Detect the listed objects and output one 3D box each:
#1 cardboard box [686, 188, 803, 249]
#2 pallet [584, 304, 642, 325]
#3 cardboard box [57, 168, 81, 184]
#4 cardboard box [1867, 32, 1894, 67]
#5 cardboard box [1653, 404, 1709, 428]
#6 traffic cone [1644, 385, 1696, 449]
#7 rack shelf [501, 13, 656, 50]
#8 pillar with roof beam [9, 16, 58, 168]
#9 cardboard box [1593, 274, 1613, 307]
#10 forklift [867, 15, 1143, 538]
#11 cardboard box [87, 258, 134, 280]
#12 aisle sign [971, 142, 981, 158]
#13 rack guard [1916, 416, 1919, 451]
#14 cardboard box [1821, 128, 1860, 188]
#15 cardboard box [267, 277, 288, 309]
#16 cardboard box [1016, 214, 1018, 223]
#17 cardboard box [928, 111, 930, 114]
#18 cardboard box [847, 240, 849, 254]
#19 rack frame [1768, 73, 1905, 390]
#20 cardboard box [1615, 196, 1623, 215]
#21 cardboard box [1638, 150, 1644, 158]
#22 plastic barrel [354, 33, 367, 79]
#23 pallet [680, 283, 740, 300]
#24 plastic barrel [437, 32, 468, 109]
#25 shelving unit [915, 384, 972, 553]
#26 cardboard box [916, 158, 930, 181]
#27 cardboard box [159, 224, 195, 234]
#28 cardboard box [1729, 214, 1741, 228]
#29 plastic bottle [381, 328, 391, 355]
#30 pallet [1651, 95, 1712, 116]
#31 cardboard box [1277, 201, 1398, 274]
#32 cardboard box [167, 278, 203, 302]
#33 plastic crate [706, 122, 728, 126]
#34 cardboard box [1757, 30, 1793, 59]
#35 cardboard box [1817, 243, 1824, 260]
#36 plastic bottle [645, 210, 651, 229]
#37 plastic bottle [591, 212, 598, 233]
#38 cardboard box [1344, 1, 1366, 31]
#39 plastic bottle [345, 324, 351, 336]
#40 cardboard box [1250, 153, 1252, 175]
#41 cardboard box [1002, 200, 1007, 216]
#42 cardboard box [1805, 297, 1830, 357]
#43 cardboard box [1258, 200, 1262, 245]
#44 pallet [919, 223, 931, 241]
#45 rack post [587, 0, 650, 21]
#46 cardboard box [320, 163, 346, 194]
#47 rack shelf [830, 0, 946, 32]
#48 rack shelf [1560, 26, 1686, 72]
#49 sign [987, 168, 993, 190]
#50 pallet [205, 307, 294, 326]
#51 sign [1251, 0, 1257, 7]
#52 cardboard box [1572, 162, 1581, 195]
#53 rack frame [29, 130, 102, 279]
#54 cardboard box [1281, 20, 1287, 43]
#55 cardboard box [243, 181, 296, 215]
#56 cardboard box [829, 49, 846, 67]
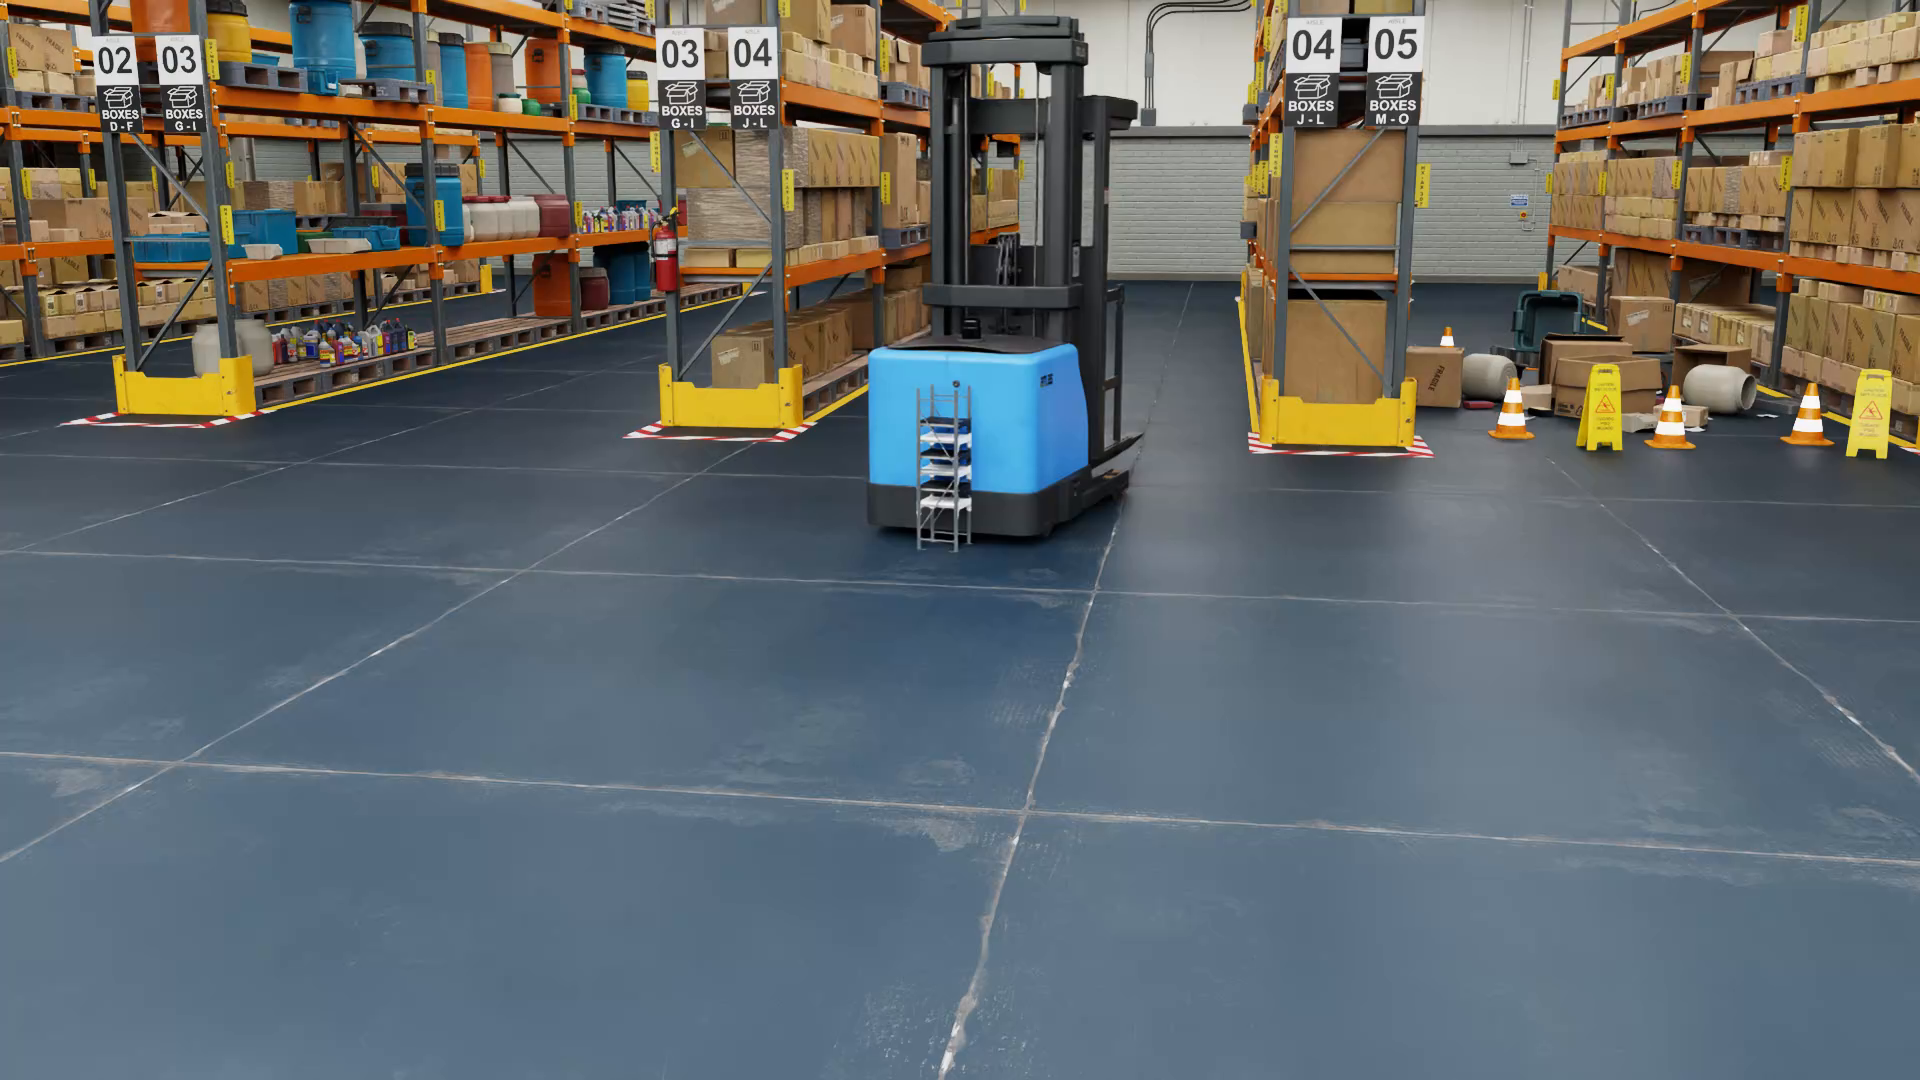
[{"bbox_3d":[-1.819,-2.733,14.111,0.875,0.500,0.500,2,12,9],"label":"cardboard box"},{"bbox_3d":[-5.324,-3.306,24.334,1.003,0.211,1.213,2,12,9],"label":"pallet"},{"bbox_3d":[-14.588,-5.870,26.838,0.500,0.250,0.500,2,12,10],"label":"cardboard box"},{"bbox_3d":[7.903,-4.076,13.815,0.500,0.250,0.500,2,12,9],"label":"cardboard box"},{"bbox_3d":[6.067,-1.048,14.005,0.380,0.149,0.250,10,15,38],"label":"cardboard box"},{"bbox_3d":[5.504,-0.960,12.851,0.336,0.463,0.334,2,12,9],"label":"traffic cone"},{"bbox_3d":[-5.287,-7.053,23.516,1.077,0.370,4.000,2,12,9],"label":"rack shelf"},{"bbox_3d":[-11.262,-8.371,26.978,9.100,9.000,0.400,2,12,9],"label":"pillar with roof beam"},{"bbox_3d":[9.909,-3.682,24.543,0.875,0.438,0.875,2,12,8],"label":"cardboard box"},{"bbox_3d":[0.463,-1.712,10.482,1.130,2.935,3.031,5,13,20],"label":"forklift"},{"bbox_3d":[-14.552,-4.540,28.377,0.700,0.500,0.500,2,12,9],"label":"cardboard box"},{"bbox_3d":[0.245,-7.051,28.921,0.394,0.787,0.004,2,12,9],"label":"aisle sign"},{"bbox_3d":[7.873,-0.898,12.473,1.175,0.500,0.348,2,12,9],"label":"rack guard"},{"bbox_3d":[7.990,-3.326,14.489,0.700,0.500,0.500,2,12,7],"label":"cardboard box"},{"bbox_3d":[-10.061,-3.600,23.966,0.500,0.500,0.500,1,12,7],"label":"cardboard box"},{"bbox_3d":[0.800,-5.548,28.714,0.380,0.149,0.250,2,12,10],"label":"cardboard box"},{"bbox_3d":[-0.594,-5.273,20.076,0.500,0.250,0.500,2,12,8],"label":"cardboard box"},{"bbox_3d":[-1.301,-2.875,16.312,0.380,0.149,0.250,2,12,9],"label":"cardboard box"},{"bbox_3d":[8.476,-2.937,16.000,1.000,3.000,0.127,2,12,9],"label":"rack frame"},{"bbox_3d":[9.308,-4.581,22.800,0.500,0.250,0.500,2,12,10],"label":"cardboard box"},{"bbox_3d":[10.035,-5.568,24.059,0.380,0.149,0.250,2,12,9],"label":"cardboard box"},{"bbox_3d":[-6.470,-5.061,17.476,0.421,0.512,0.421,0,12,0],"label":"plastic barrel"},{"bbox_3d":[-4.529,-4.383,29.328,1.003,0.211,1.213,2,12,9],"label":"pallet"},{"bbox_3d":[-6.145,-5.515,19.653,0.600,0.901,0.708,2,12,9],"label":"plastic barrel"},{"bbox_3d":[-0.088,-0.397,9.201,0.258,0.900,0.210,5,13,20],"label":"shelving unit"},{"bbox_3d":[-0.572,-4.781,21.941,0.797,0.503,0.637,2,12,11],"label":"cardboard box"},{"bbox_3d":[-10.354,-4.093,21.962,0.380,0.149,0.250,2,12,9],"label":"cardboard box"},{"bbox_3d":[8.561,-3.455,18.006,0.380,0.149,0.250,2,12,10],"label":"cardboard box"},{"bbox_3d":[-6.037,-2.087,17.460,0.061,0.283,0.133,3,12,12],"label":"plastic bottle"},{"bbox_3d":[9.138,-5.279,20.197,1.213,0.211,1.003,2,12,11],"label":"pallet"},{"bbox_3d":[2.967,-2.395,13.132,0.875,0.550,0.550,2,12,9],"label":"cardboard box"},{"bbox_3d":[-10.399,-3.322,21.987,0.500,0.311,0.500,2,12,8],"label":"cardboard box"},{"bbox_3d":[-4.234,-7.064,28.536,0.450,0.188,0.336,2,12,9],"label":"plastic crate"},{"bbox_3d":[8.575,-5.117,17.170,0.500,0.250,0.500,2,12,10],"label":"cardboard box"},{"bbox_3d":[8.113,-2.648,15.257,0.380,0.149,0.250,2,12,8],"label":"cardboard box"},{"bbox_3d":[-4.777,-4.854,25.192,0.152,0.276,0.135,2,12,9],"label":"plastic bottle"},{"bbox_3d":[-5.072,-4.396,23.049,0.061,0.283,0.133,2,12,9],"label":"plastic bottle"},{"bbox_3d":[3.359,-4.234,13.314,0.500,0.250,0.500,2,12,8],"label":"cardboard box"},{"bbox_3d":[-6.609,-2.182,17.900,0.061,0.283,0.133,2,12,9],"label":"plastic bottle"},{"bbox_3d":[4.836,-5.853,26.216,0.500,0.500,0.500,1,12,7],"label":"cardboard box"},{"bbox_3d":[0.485,-5.398,27.072,0.500,0.250,0.500,2,12,9],"label":"cardboard box"},{"bbox_3d":[8.048,-1.938,15.118,0.500,0.500,0.500,2,12,11],"label":"cardboard box"},{"bbox_3d":[3.617,-3.558,18.647,0.500,0.500,0.500,2,12,8],"label":"cardboard box"},{"bbox_3d":[-0.705,-3.845,20.669,1.213,0.211,1.003,2,12,9],"label":"pallet"},{"bbox_3d":[-5.140,-7.805,24.528,0.937,0.300,0.954,2,12,8],"label":"rack post"},{"bbox_3d":[-10.051,-5.896,27.121,0.500,0.500,0.500,2,12,9],"label":"cardboard box"},{"bbox_3d":[-1.008,-6.059,18.907,1.077,0.370,4.000,2,12,9],"label":"rack shelf"},{"bbox_3d":[10.014,-7.404,25.145,1.077,0.370,4.000,2,12,9],"label":"rack shelf"},{"bbox_3d":[0.452,-5.435,25.031,0.100,0.325,0.005,2,12,9],"label":"sign"},{"bbox_3d":[-10.336,-3.203,23.855,1.003,0.211,1.213,2,12,9],"label":"pallet"},{"bbox_3d":[4.879,-9.020,27.580,0.100,0.325,0.005,2,12,9],"label":"sign"},{"bbox_3d":[9.747,-5.562,25.573,0.500,0.500,0.500,2,12,9],"label":"cardboard box"},{"bbox_3d":[-14.769,-5.404,27.451,1.000,3.000,0.127,2,12,9],"label":"rack frame"},{"bbox_3d":[2.671,-3.921,12.810,0.380,0.149,0.250,2,12,9],"label":"cardboard box"},{"bbox_3d":[-10.174,-4.985,24.271,0.700,0.500,0.500,4,13,19],"label":"cardboard box"},{"bbox_3d":[-1.278,-4.494,15.516,0.380,0.149,0.250,2,12,11],"label":"cardboard box"}]
